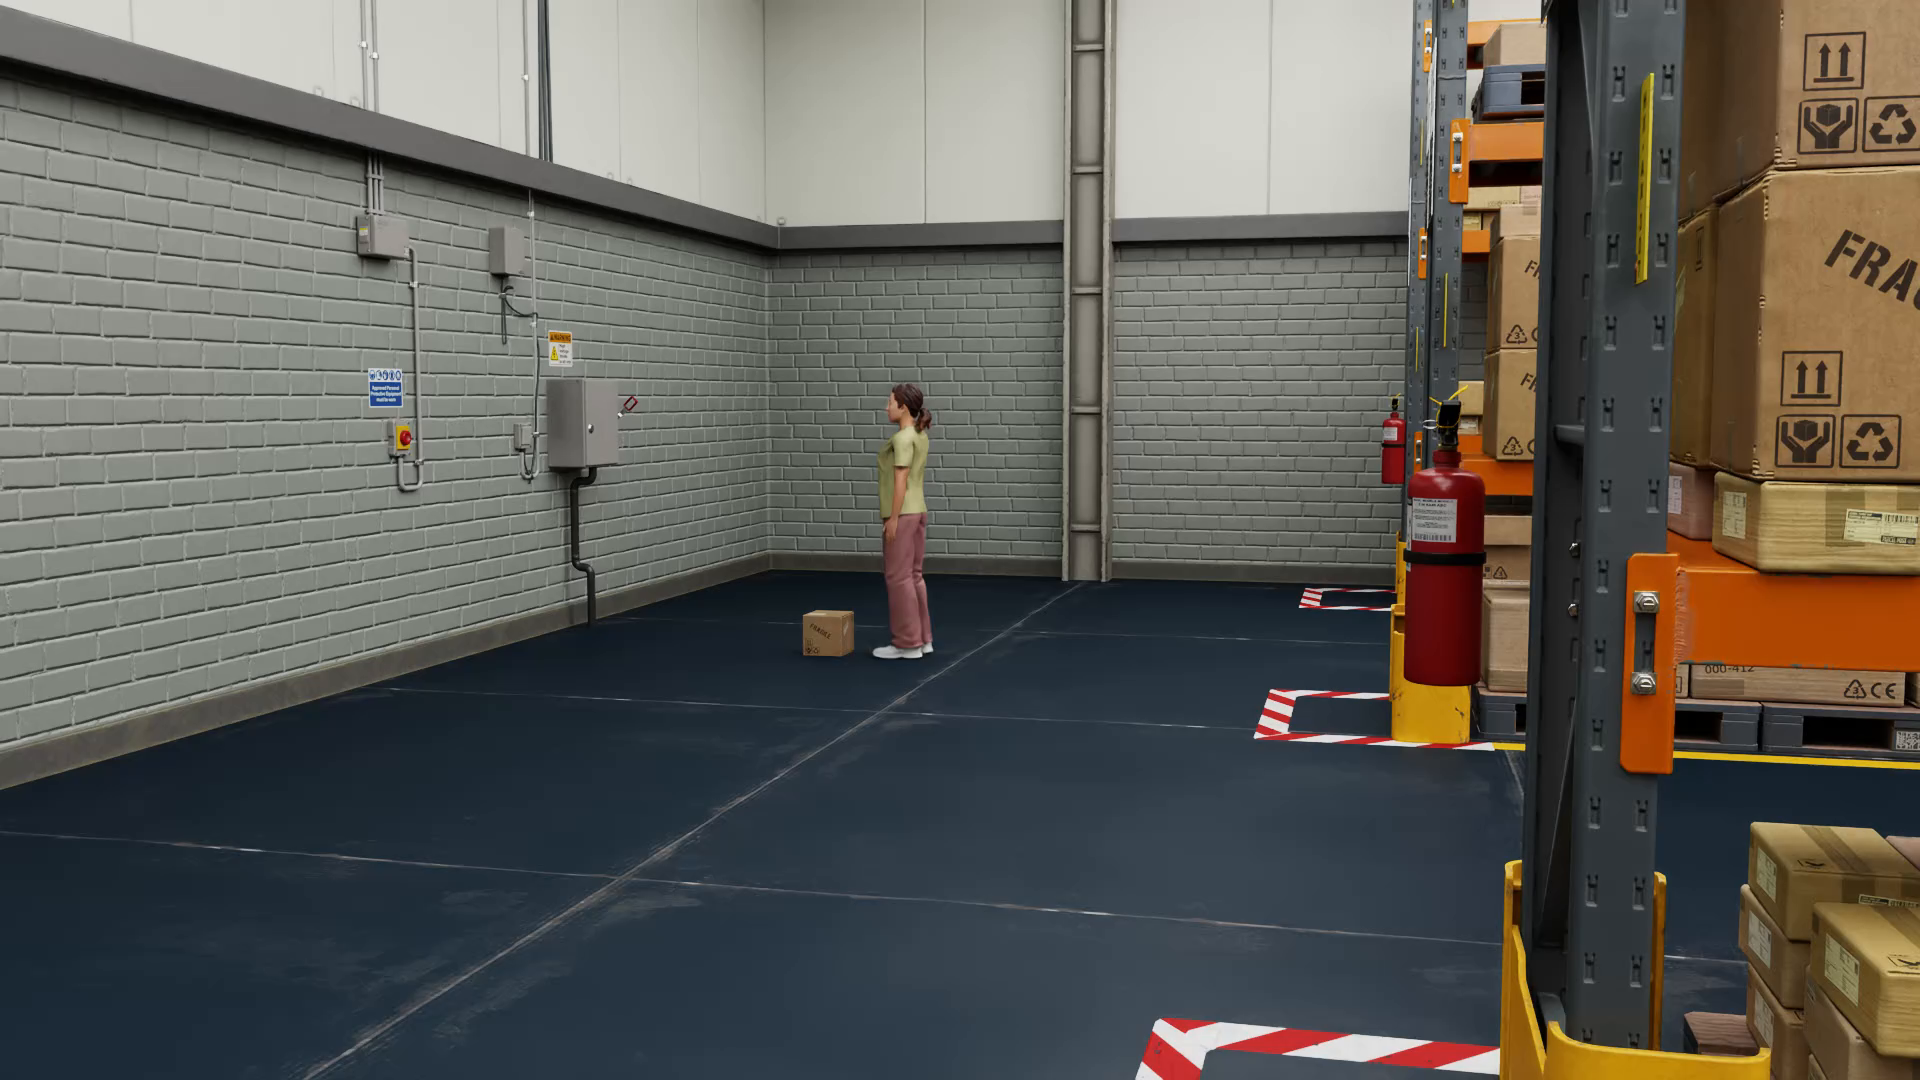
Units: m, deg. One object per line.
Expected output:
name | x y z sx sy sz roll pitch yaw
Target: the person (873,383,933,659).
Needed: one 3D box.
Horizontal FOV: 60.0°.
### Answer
person | -0.335 -0.113 10.134 0.353 1.675 0.439 1 5 15
